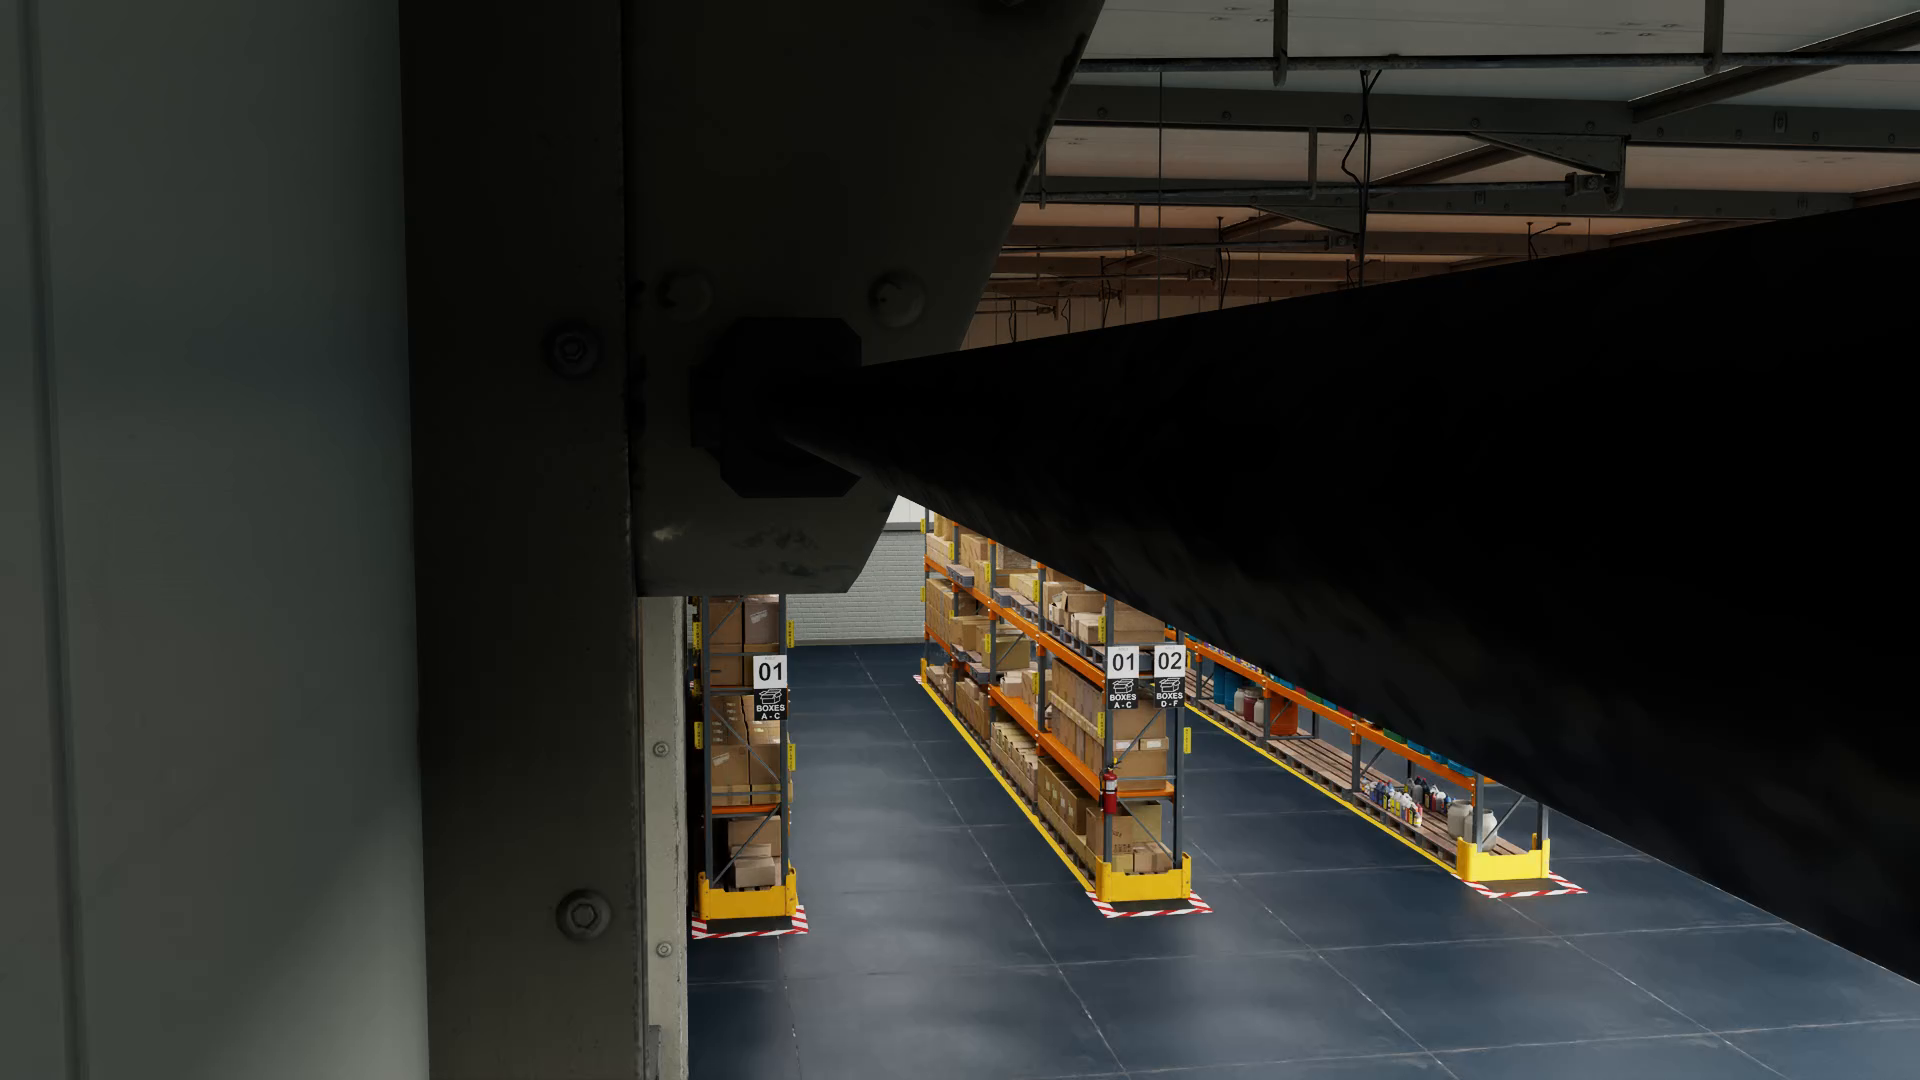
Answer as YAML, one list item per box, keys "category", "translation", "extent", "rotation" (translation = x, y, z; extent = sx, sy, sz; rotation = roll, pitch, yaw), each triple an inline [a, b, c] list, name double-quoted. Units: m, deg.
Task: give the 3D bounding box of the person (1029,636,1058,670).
- category: "person"
  translation: [1.770, 2.309, 35.960]
  extent: [0.709, 1.826, 0.707]
  rotation: [-2, 5, -20]
